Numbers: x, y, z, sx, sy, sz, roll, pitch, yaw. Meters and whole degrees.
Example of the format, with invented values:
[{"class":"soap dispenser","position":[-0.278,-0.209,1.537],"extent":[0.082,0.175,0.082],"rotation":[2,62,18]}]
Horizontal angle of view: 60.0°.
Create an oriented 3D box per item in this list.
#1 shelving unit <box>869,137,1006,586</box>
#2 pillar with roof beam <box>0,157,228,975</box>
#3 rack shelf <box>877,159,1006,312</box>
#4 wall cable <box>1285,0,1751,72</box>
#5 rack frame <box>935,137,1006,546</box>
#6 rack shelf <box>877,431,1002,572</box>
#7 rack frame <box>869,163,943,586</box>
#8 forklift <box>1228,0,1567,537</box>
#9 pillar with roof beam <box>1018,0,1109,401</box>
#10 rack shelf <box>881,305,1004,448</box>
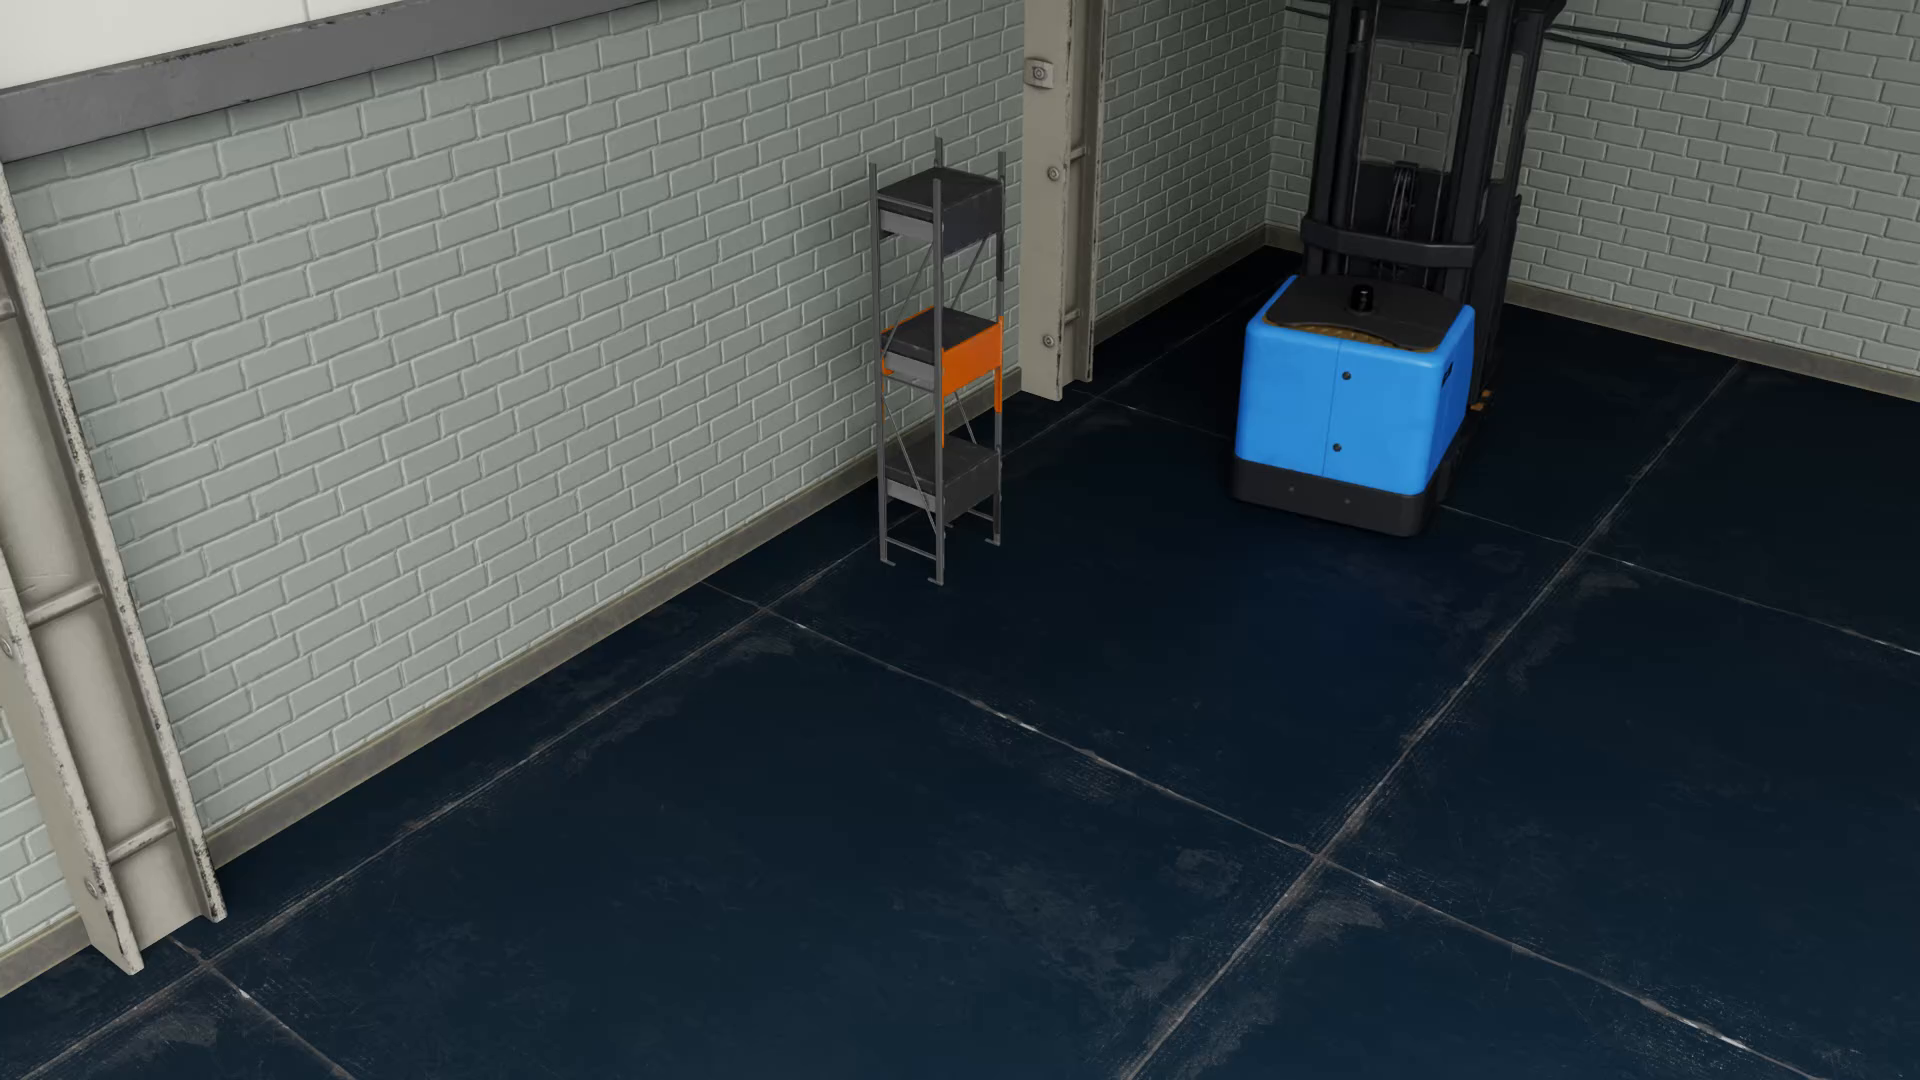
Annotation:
[{"class":"shelving unit","position":[-0.100,-0.836,8.101],"extent":[0.431,2.100,0.503],"rotation":[21,37,31]},{"class":"pillar with roof beam","position":[0.404,-1.084,1.752],"extent":[9.100,9.000,0.400],"rotation":[21,37,31]},{"class":"rack shelf","position":[-0.100,-1.426,7.751],"extent":[0.431,0.518,0.480],"rotation":[21,37,31]},{"class":"wall cable","position":[3.426,-4.302,10.229],"extent":[3.097,2.526,0.112],"rotation":[21,37,31]},{"class":"rack frame","position":[0.047,-0.935,8.268],"extent":[0.400,2.100,0.015],"rotation":[21,37,31]},{"class":"rack shelf","position":[-0.100,-0.222,8.465],"extent":[0.431,0.518,0.480],"rotation":[21,37,31]},{"class":"rack frame","position":[-0.247,-0.737,7.934],"extent":[0.400,2.100,0.015],"rotation":[21,37,31]},{"class":"forklift","position":[2.571,-2.007,9.261],"extent":[1.130,2.935,3.031],"rotation":[14,34,23]},{"class":"pillar with roof beam","position":[4.025,-3.523,5.868],"extent":[9.100,9.000,0.400],"rotation":[21,37,31]},{"class":"rack shelf","position":[-0.100,-0.824,8.108],"extent":[0.431,0.518,0.480],"rotation":[21,37,31]}]
